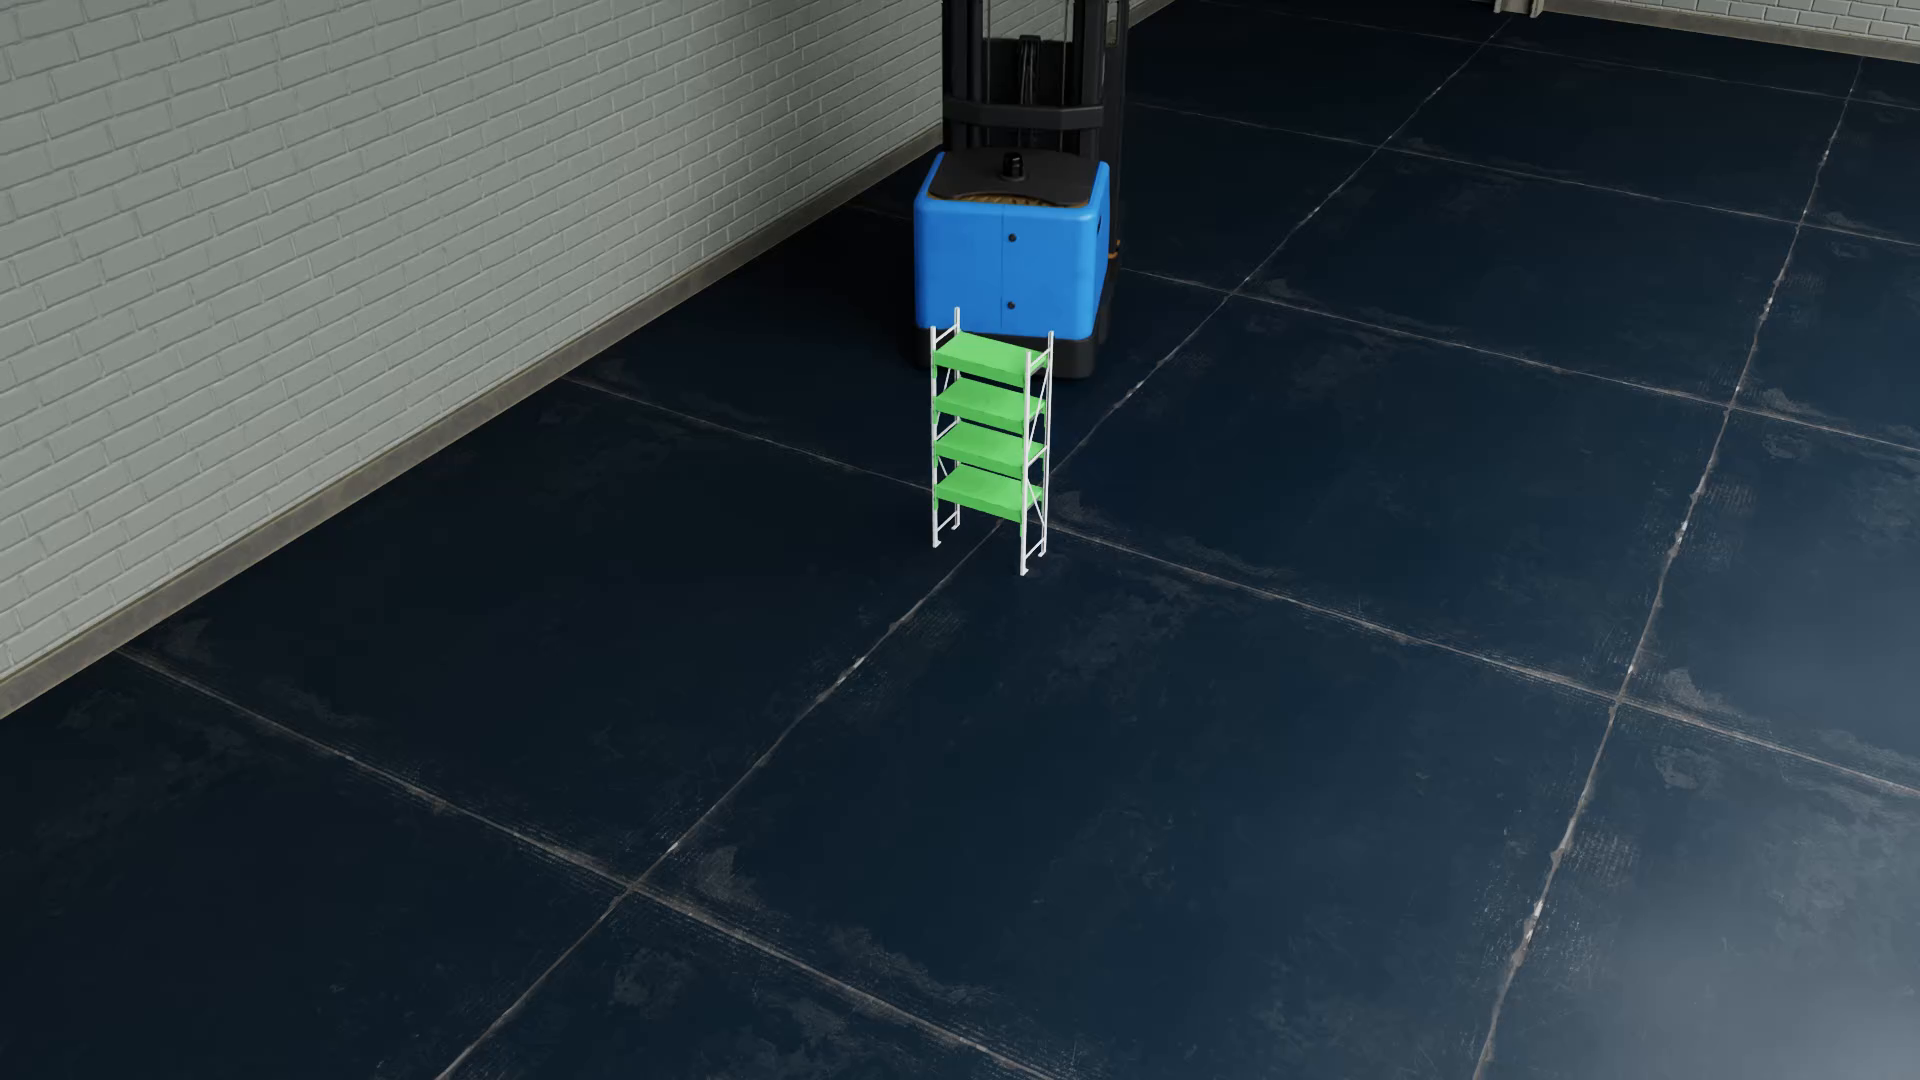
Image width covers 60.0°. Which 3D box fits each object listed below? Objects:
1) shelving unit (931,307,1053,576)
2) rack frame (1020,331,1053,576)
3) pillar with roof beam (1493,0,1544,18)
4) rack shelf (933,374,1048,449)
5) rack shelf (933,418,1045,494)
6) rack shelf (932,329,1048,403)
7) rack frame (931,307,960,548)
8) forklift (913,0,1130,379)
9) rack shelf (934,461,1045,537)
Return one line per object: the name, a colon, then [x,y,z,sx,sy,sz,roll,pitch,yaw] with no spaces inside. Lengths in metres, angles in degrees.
shelving unit: [0.144,-0.454,7.849,0.503,1.200,0.258,18,37,24]
rack frame: [0.356,-0.387,7.748,0.015,1.200,0.240,18,37,24]
pillar with roof beam: [3.169,-6.705,10.200,0.400,9.000,9.100,18,37,24]
rack shelf: [0.144,-0.600,7.751,0.480,0.148,0.258,18,37,24]
rack shelf: [0.144,-0.401,7.884,0.480,0.148,0.258,18,37,24]
rack shelf: [0.144,-0.800,7.618,0.480,0.148,0.258,18,37,24]
rack frame: [-0.068,-0.521,7.950,0.015,1.200,0.240,18,37,24]
forklift: [0.478,-2.949,10.034,1.130,2.935,3.031,5,34,8]
rack shelf: [0.144,-0.201,8.018,0.480,0.148,0.258,18,37,24]
